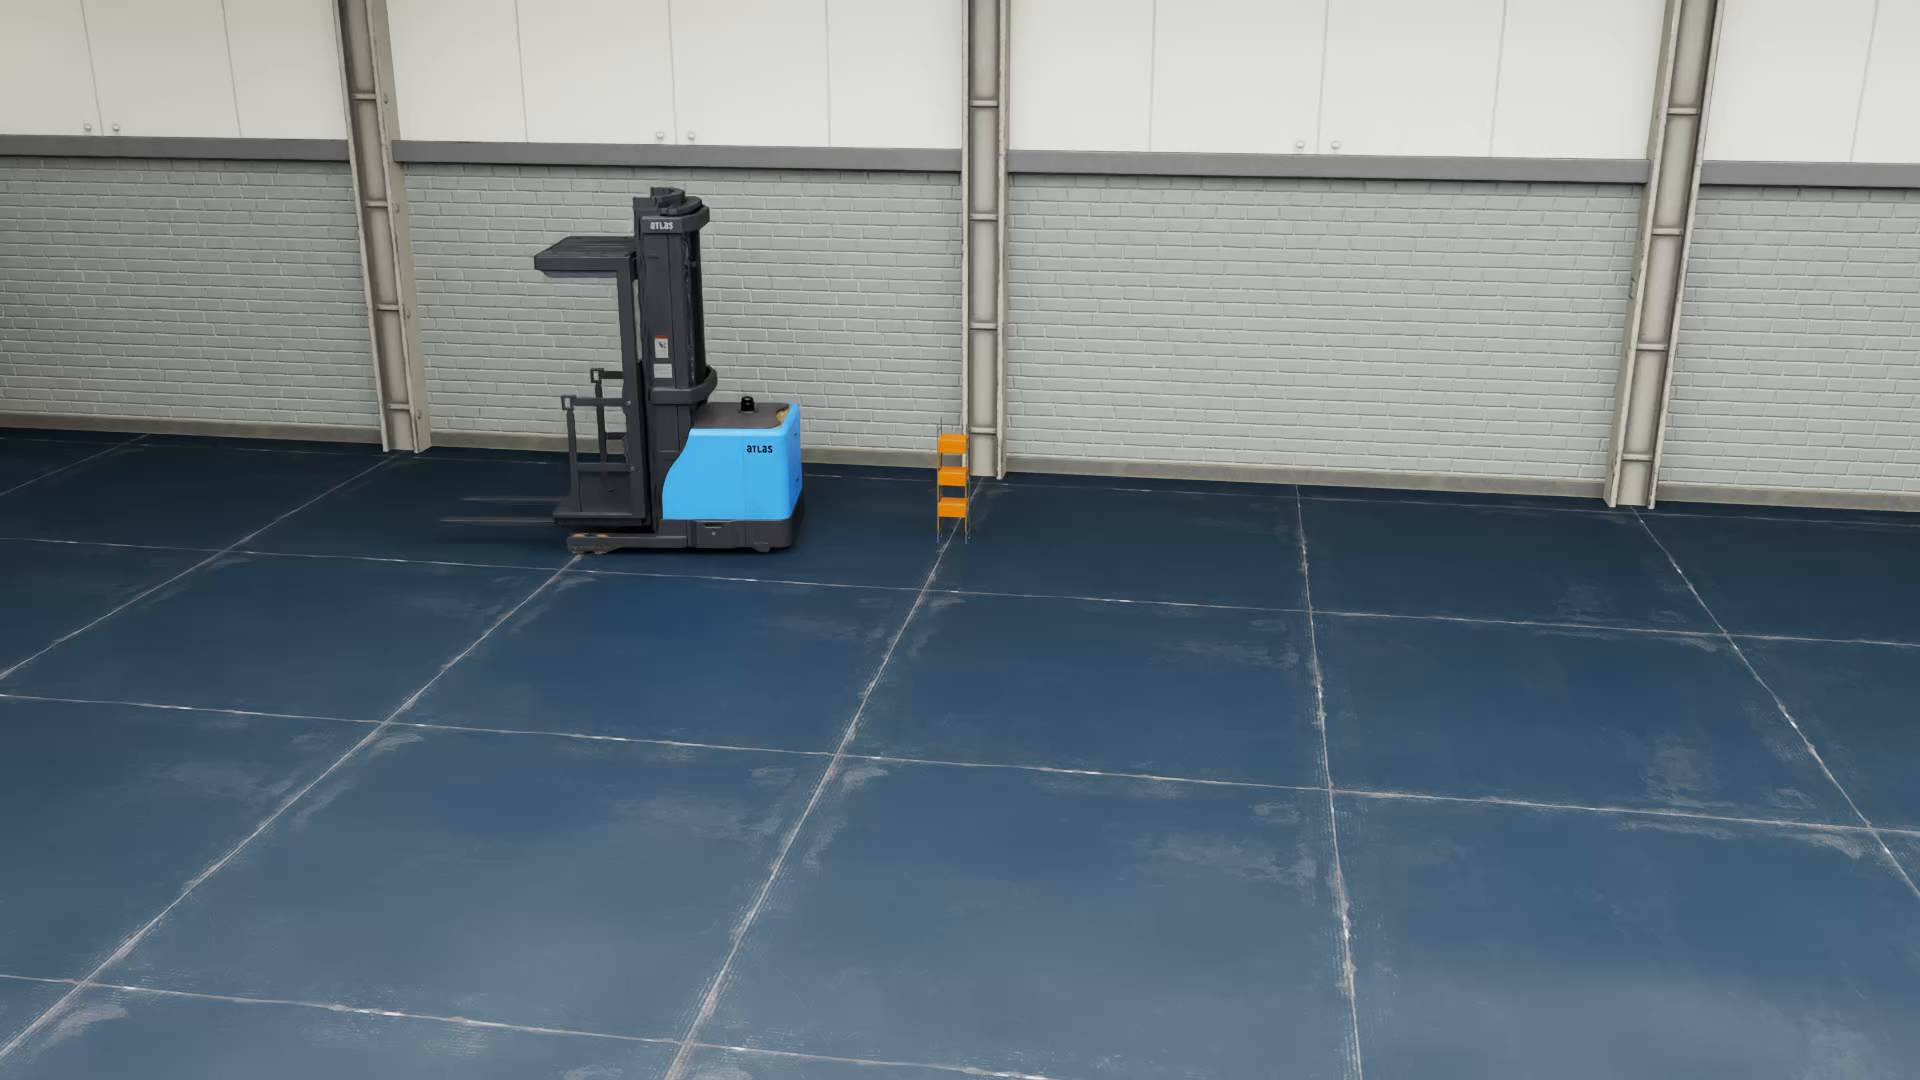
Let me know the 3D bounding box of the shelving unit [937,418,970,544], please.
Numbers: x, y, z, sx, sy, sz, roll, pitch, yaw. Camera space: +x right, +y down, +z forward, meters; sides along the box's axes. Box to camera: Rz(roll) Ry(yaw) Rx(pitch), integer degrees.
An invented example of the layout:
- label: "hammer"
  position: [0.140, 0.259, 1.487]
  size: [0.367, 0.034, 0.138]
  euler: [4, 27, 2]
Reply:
- label: "shelving unit"
  position: [-0.053, -0.501, 14.145]
  size: [0.252, 1.050, 0.215]
  euler: [3, 19, 9]

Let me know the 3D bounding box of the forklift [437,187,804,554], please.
- label: "forklift"
  position: [-2.910, -1.437, 13.979]
  size: [3.031, 2.935, 1.130]
  euler: [0, 19, 1]

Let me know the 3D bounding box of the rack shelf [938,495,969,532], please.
- label: "rack shelf"
  position: [-0.053, -0.227, 14.236]
  size: [0.240, 0.259, 0.215]
  euler: [3, 19, 9]

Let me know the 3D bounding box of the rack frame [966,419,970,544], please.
- label: "rack frame"
  position: [0.068, -0.494, 14.126]
  size: [0.008, 1.050, 0.200]
  euler: [3, 19, 9]

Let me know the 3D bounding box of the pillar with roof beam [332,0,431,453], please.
- label: "pillar with roof beam"
  position: [-6.371, -3.866, 11.675]
  size: [0.400, 9.000, 9.100]
  euler: [3, 19, 9]

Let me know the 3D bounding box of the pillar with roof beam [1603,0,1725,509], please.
- label: "pillar with roof beam"
  position: [5.477, -3.262, 9.870]
  size: [0.400, 9.000, 9.100]
  euler: [3, 19, 9]

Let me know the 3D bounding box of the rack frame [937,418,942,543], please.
- label: "rack frame"
  position: [-0.173, -0.507, 14.163]
  size: [0.008, 1.050, 0.200]
  euler: [3, 19, 9]

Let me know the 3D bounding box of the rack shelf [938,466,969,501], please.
- label: "rack shelf"
  position: [-0.053, -0.491, 14.148]
  size: [0.240, 0.259, 0.215]
  euler: [3, 19, 9]

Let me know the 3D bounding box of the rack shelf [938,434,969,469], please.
- label: "rack shelf"
  position: [-0.053, -0.760, 14.058]
  size: [0.240, 0.259, 0.215]
  euler: [3, 19, 9]

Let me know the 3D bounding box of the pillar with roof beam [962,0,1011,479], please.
- label: "pillar with roof beam"
  position: [-0.447, -3.564, 10.772]
  size: [0.400, 9.000, 9.100]
  euler: [3, 19, 9]
